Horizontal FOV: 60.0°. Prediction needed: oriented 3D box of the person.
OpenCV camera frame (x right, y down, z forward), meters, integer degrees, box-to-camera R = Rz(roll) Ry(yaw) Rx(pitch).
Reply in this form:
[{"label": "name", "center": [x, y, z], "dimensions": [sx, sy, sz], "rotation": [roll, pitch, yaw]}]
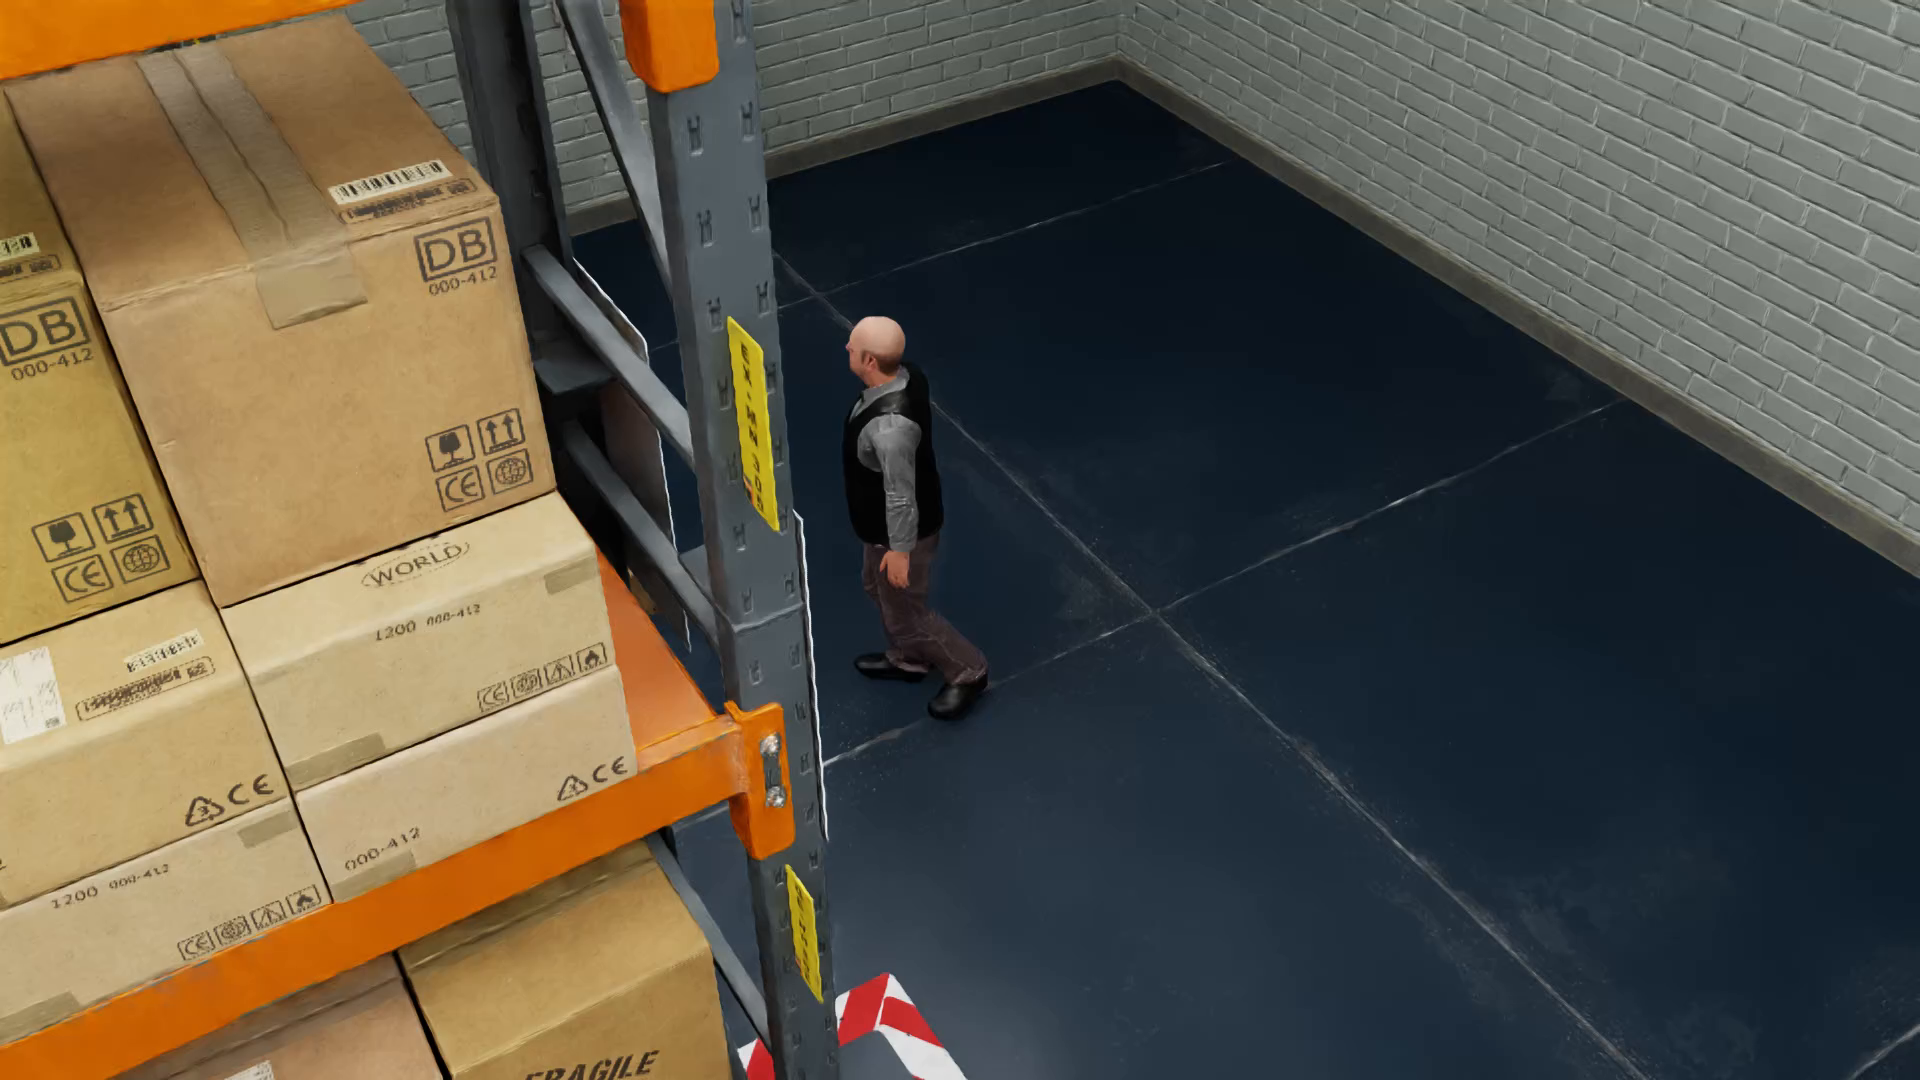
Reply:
[{"label": "person", "center": [-0.162, -0.051, 6.306], "dimensions": [0.547, 1.623, 0.567], "rotation": [-1, 41, -1]}]
